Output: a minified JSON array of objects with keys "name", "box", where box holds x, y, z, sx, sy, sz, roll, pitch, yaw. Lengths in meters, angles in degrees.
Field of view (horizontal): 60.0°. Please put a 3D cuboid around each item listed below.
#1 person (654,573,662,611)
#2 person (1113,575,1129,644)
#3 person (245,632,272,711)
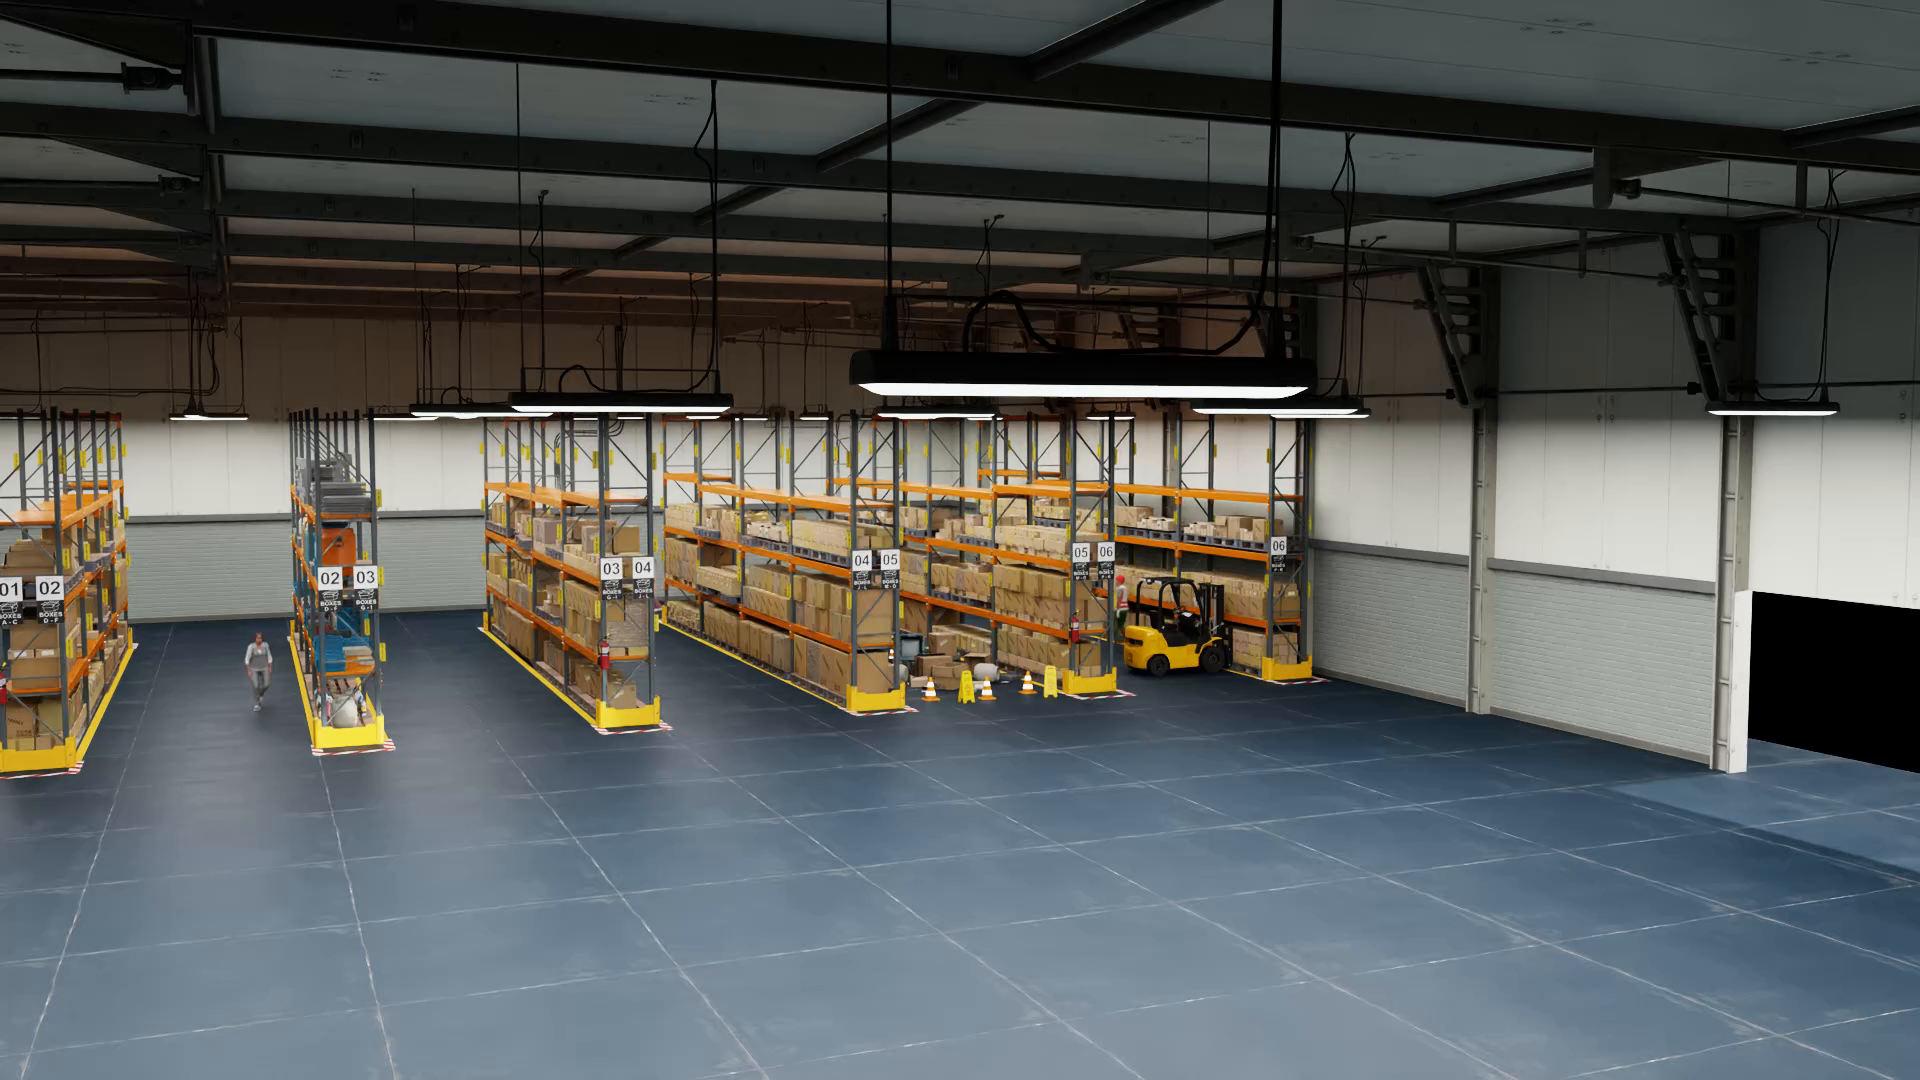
[{"name":"person","box":[-9.382,1.407,50.022,0.473,1.632,1.016,4,6,44]},{"name":"person","box":[4.005,1.740,41.312,0.546,1.740,0.608,-3,5,-36]},{"name":"person","box":[-14.074,2.613,33.355,0.501,1.582,0.475,-2,5,-31]}]
